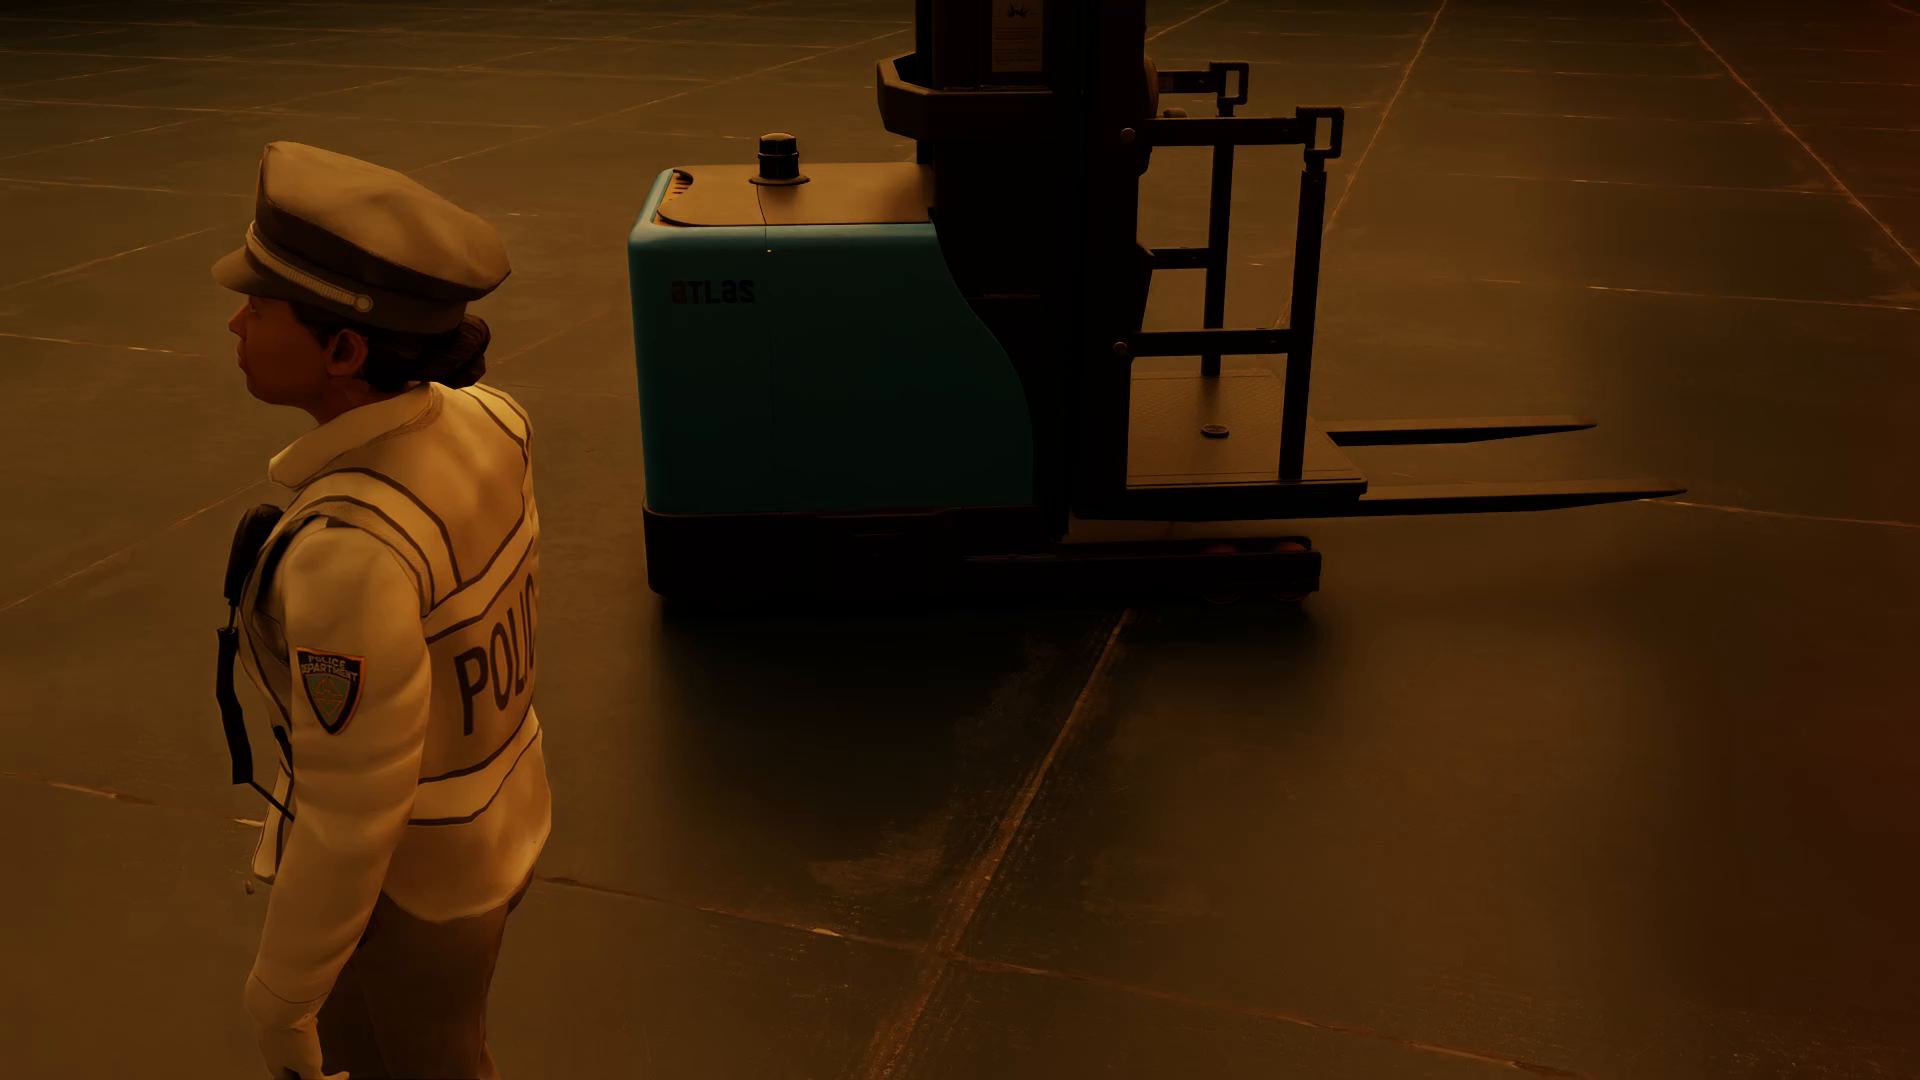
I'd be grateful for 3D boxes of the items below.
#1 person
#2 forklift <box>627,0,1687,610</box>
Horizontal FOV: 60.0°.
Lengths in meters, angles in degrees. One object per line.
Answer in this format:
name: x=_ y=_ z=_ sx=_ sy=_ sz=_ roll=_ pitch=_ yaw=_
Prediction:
person: x=-0.712 y=0.385 z=1.949 sx=0.534 sy=1.694 sz=0.584 roll=1 pitch=22 yaw=2
forklift: x=0.606 y=-1.374 z=4.608 sx=3.031 sy=2.935 sz=1.130 roll=-2 pitch=23 yaw=-4
